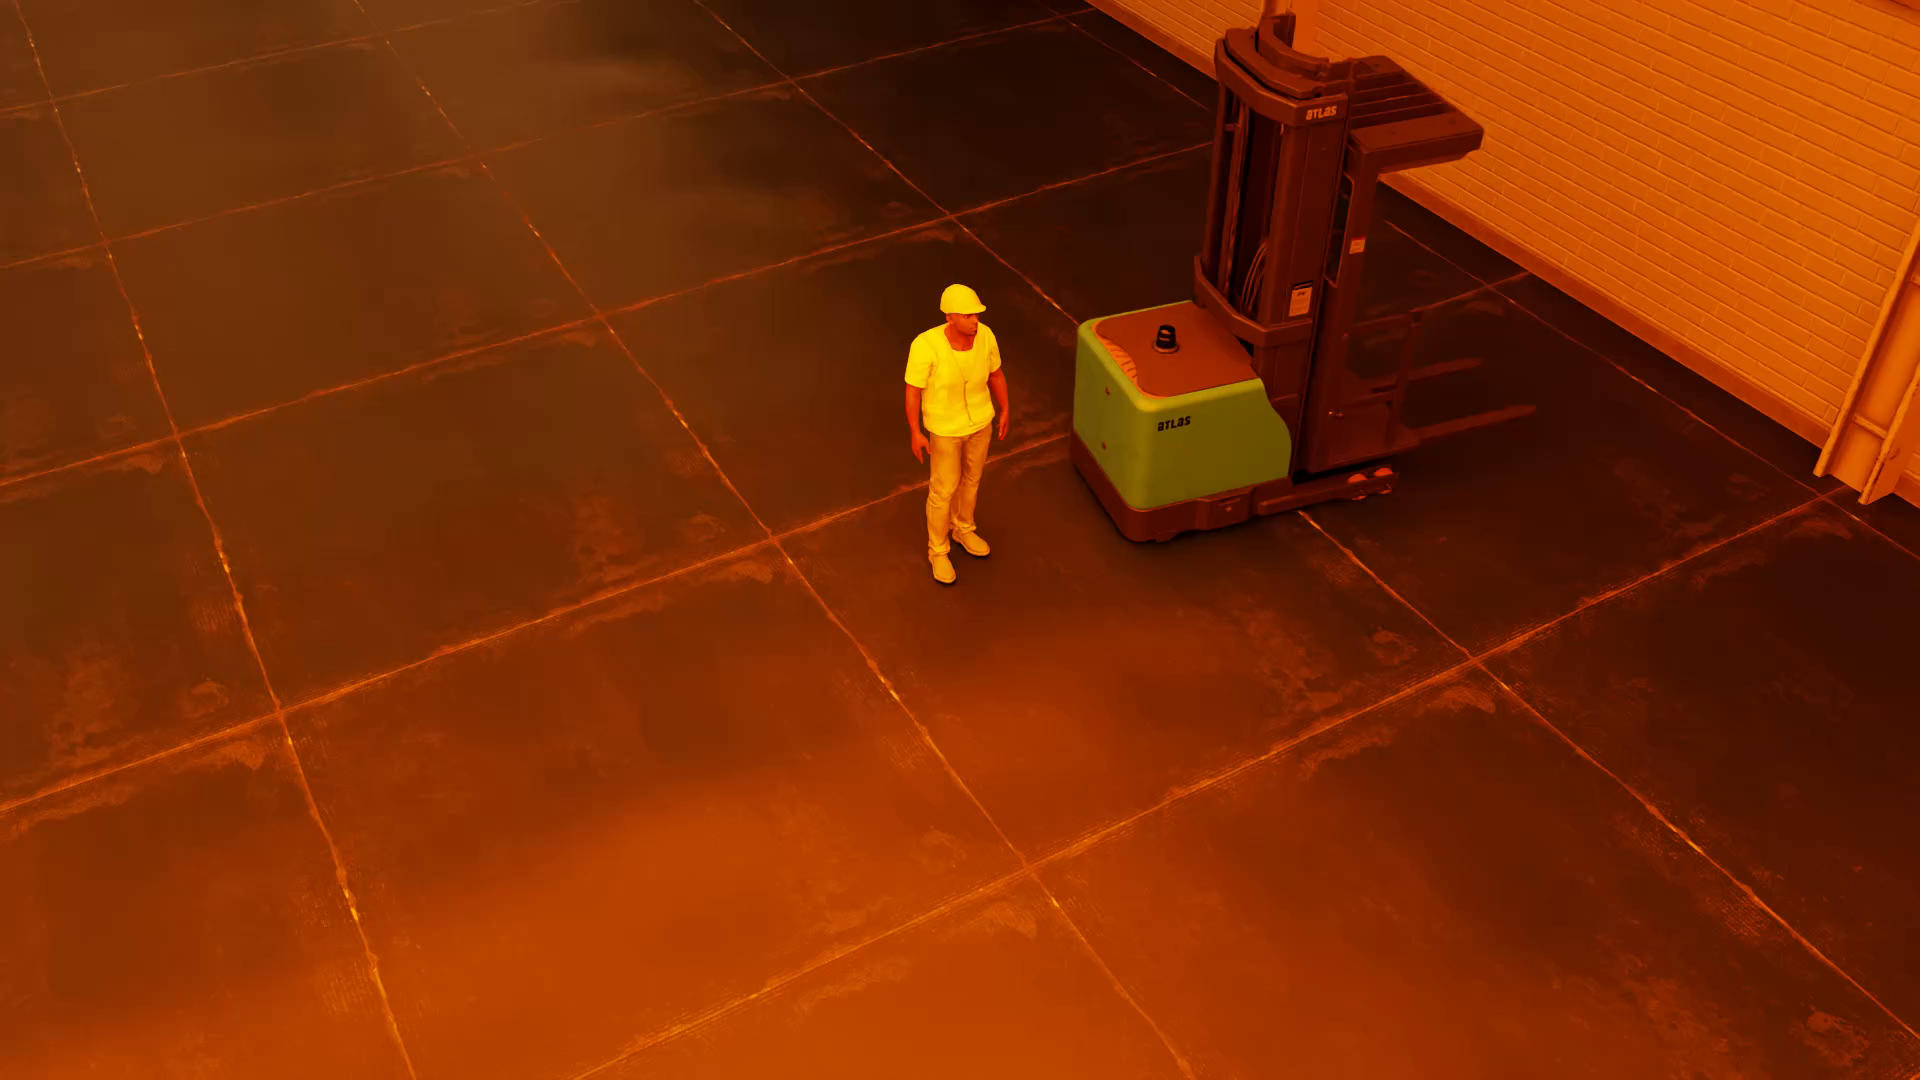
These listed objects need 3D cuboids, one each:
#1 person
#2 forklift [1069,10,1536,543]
[{"bbox_3d":[0.031,-0.642,9.717,0.666,1.761,0.575,-20,44,-23],"label":"person"},{"bbox_3d":[2.286,-1.688,10.071,3.031,2.935,1.130,-13,41,-15],"label":"forklift"}]
